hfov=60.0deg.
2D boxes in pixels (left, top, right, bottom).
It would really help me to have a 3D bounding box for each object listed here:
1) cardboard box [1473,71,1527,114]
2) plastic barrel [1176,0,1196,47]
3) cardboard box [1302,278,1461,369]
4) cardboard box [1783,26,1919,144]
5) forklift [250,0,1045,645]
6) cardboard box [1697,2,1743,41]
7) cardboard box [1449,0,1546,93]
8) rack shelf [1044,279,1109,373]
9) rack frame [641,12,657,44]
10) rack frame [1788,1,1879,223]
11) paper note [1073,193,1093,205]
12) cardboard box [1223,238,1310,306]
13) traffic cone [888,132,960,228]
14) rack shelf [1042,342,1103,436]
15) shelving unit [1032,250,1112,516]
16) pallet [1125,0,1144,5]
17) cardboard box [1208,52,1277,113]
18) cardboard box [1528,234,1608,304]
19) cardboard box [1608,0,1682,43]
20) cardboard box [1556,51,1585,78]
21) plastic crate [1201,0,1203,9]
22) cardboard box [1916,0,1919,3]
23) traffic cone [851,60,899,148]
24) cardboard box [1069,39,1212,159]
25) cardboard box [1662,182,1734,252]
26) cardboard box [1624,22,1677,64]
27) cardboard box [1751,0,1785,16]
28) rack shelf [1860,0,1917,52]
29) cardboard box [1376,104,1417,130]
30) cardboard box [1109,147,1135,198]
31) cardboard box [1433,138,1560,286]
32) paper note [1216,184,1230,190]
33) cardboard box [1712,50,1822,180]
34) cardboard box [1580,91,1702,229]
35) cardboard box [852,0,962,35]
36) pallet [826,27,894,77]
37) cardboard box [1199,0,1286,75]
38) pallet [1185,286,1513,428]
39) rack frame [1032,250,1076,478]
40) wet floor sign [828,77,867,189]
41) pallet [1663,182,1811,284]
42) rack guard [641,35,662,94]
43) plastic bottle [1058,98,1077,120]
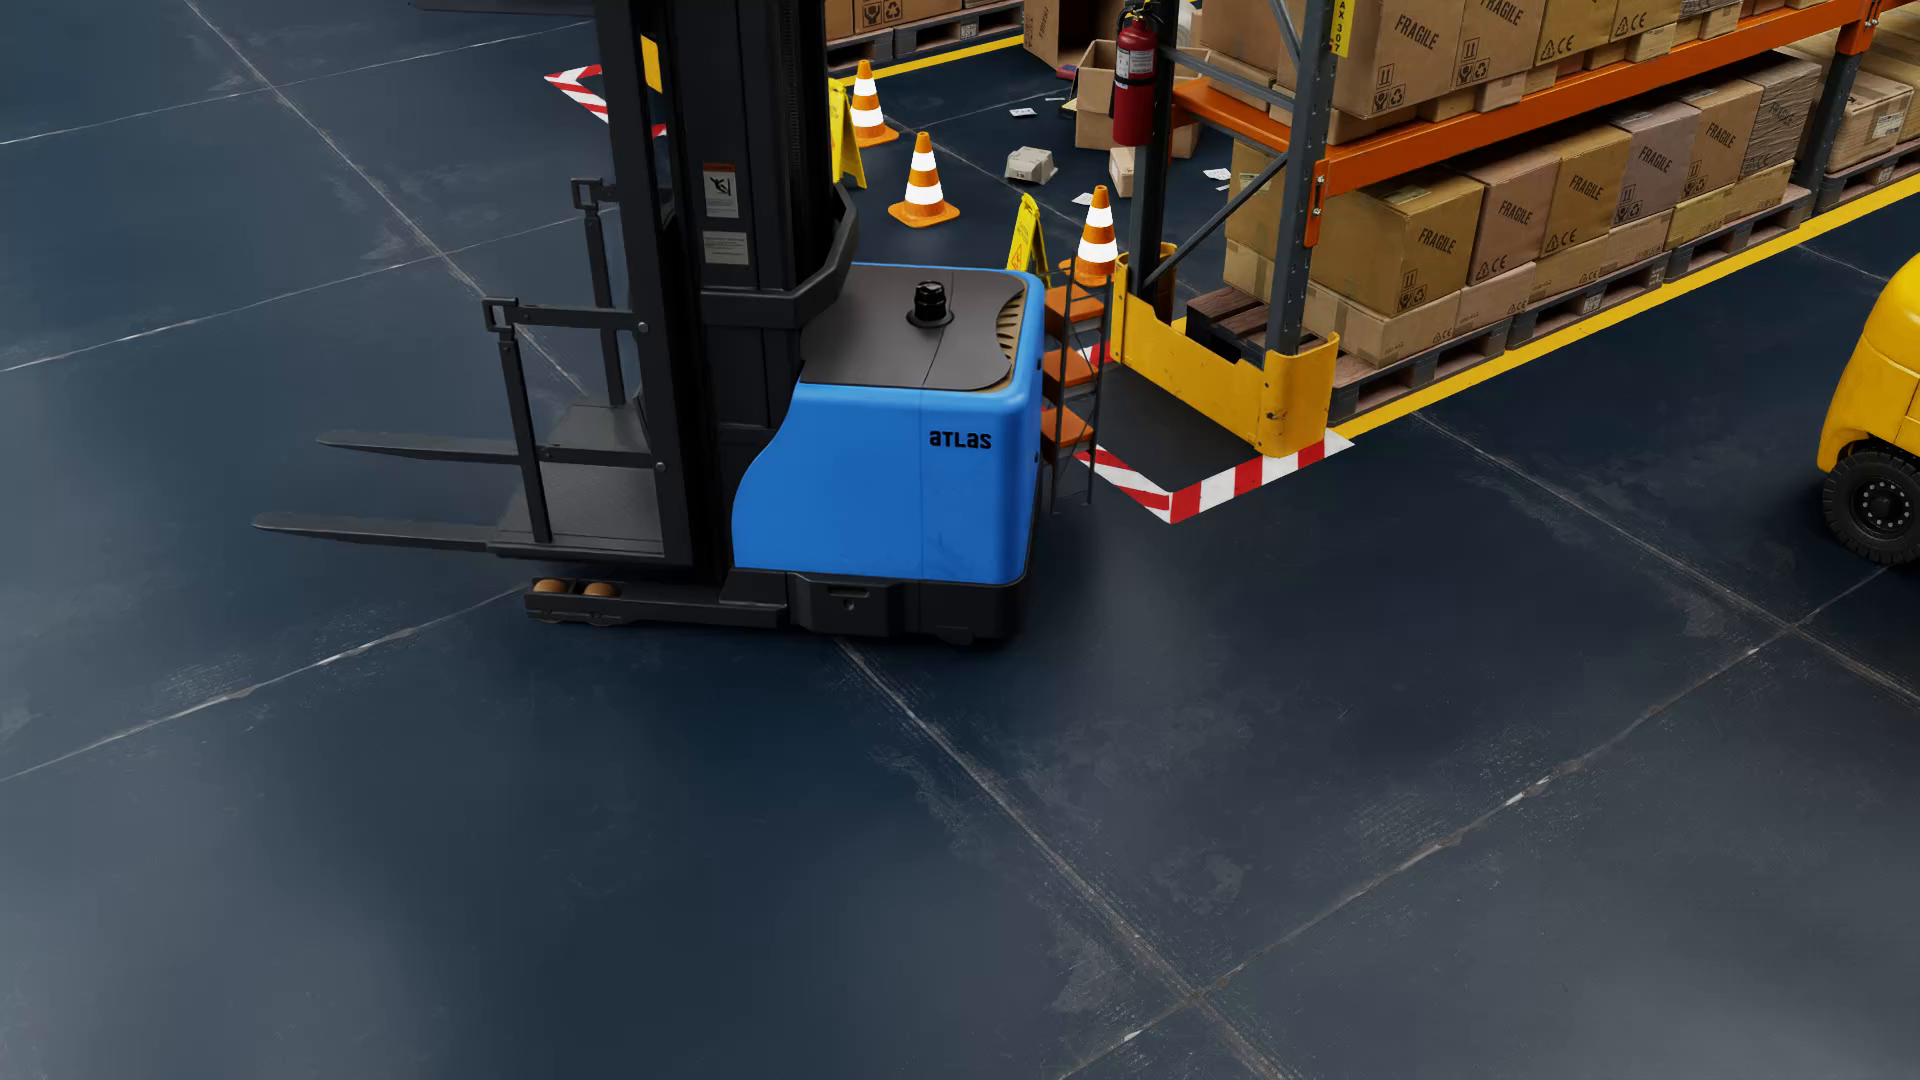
[{"bbox_3d":[2.200,-1.990,7.163,0.250,0.149,0.380,-22,41,-27],"label":"cardboard box"},{"bbox_3d":[1.400,-3.385,11.094,0.421,0.421,0.512,3,36,4],"label":"plastic barrel"},{"bbox_3d":[1.926,-1.064,7.656,0.500,0.250,0.500,-23,42,-28],"label":"cardboard box"},{"bbox_3d":[5.390,-2.741,9.883,0.625,0.372,0.950,-20,40,-25],"label":"cardboard box"},{"bbox_3d":[-1.216,-1.164,5.858,3.031,2.935,1.130,4,36,5],"label":"forklift"},{"bbox_3d":[3.462,-2.517,7.896,0.250,0.149,0.380,-23,42,-29],"label":"cardboard box"},{"bbox_3d":[2.076,-2.235,6.948,0.500,0.500,0.500,-21,41,-27],"label":"cardboard box"},{"bbox_3d":[0.423,-0.844,6.551,0.215,0.259,0.240,-17,39,-26],"label":"rack shelf"},{"bbox_3d":[-1.826,-4.199,10.020,0.127,3.000,1.000,-22,41,-28],"label":"rack frame"},{"bbox_3d":[4.377,-3.216,8.653,0.127,3.000,1.000,-22,41,-28],"label":"rack frame"},{"bbox_3d":[0.734,-1.933,9.412,0.148,0.019,0.142,22,41,28],"label":"paper note"},{"bbox_3d":[1.633,-1.333,8.030,0.500,0.250,0.500,-23,41,-28],"label":"cardboard box"},{"bbox_3d":[-0.201,-2.016,9.157,0.334,0.463,0.336,-22,41,-28],"label":"traffic cone"},{"bbox_3d":[0.415,-0.611,6.712,0.215,0.259,0.240,-17,39,-26],"label":"rack shelf"},{"bbox_3d":[0.415,-0.620,6.706,0.215,1.050,0.252,-17,39,-26],"label":"shelving unit"},{"bbox_3d":[0.777,-4.194,12.401,1.213,0.211,1.003,-22,41,-28],"label":"pallet"},{"bbox_3d":[1.290,-1.997,7.172,0.250,0.149,0.380,-21,41,-26],"label":"cardboard box"},{"bbox_3d":[2.787,-1.422,8.153,0.500,0.250,0.500,-20,40,-25],"label":"cardboard box"},{"bbox_3d":[2.903,-2.582,7.430,0.500,0.500,0.500,-23,42,-29],"label":"cardboard box"},{"bbox_3d":[2.574,-2.210,7.470,0.250,0.149,0.380,-21,41,-26],"label":"cardboard box"},{"bbox_3d":[2.056,-3.743,11.744,0.662,0.188,0.450,-3,26,-4],"label":"plastic crate"},{"bbox_3d":[6.581,-3.228,10.560,0.625,0.372,0.950,-23,42,-29],"label":"cardboard box"},{"bbox_3d":[-0.574,-2.670,10.066,0.334,0.463,0.336,-22,41,-28],"label":"traffic cone"},{"bbox_3d":[1.085,-2.656,10.012,0.797,0.503,0.637,9,37,12],"label":"cardboard box"},{"bbox_3d":[3.619,-1.759,8.622,0.500,0.250,0.500,-24,42,-29],"label":"cardboard box"},{"bbox_3d":[3.046,-2.342,7.652,0.250,0.149,0.380,-22,41,-28],"label":"cardboard box"},{"bbox_3d":[3.832,-2.723,8.182,0.250,0.149,0.380,-22,41,-28],"label":"cardboard box"},{"bbox_3d":[6.012,-3.597,9.798,4.000,0.370,1.077,-22,41,-28],"label":"rack shelf"},{"bbox_3d":[1.703,-1.876,7.004,0.250,0.149,0.380,-22,41,-27],"label":"cardboard box"},{"bbox_3d":[1.015,-2.118,9.568,0.250,0.149,0.380,-3,36,-4],"label":"cardboard box"},{"bbox_3d":[2.370,-1.555,7.696,0.500,0.500,0.500,-24,42,-29],"label":"cardboard box"},{"bbox_3d":[1.530,-2.031,9.565,0.123,0.001,0.032,-22,41,-28],"label":"paper note"},{"bbox_3d":[4.048,-2.248,8.659,0.500,0.500,0.500,-23,42,-28],"label":"cardboard box"},{"bbox_3d":[3.217,-1.904,8.181,0.500,0.500,0.500,-20,40,-26],"label":"cardboard box"},{"bbox_3d":[-0.592,-4.064,11.291,0.875,0.875,0.875,-23,42,-29],"label":"cardboard box"},{"bbox_3d":[-1.218,-3.373,11.260,1.213,0.211,1.003,-22,41,-28],"label":"pallet"},{"bbox_3d":[1.393,-2.346,7.103,0.500,0.500,0.500,-23,42,-29],"label":"cardboard box"},{"bbox_3d":[1.854,-1.021,7.988,1.213,0.211,1.003,-22,41,-28],"label":"pallet"},{"bbox_3d":[0.353,-0.681,6.792,0.200,1.050,0.008,-17,39,-26],"label":"rack frame"},{"bbox_3d":[-0.709,-2.289,9.379,0.267,0.644,0.232,30,45,35],"label":"wet floor sign"},{"bbox_3d":[3.849,-1.841,9.129,1.213,0.211,1.003,-22,41,-28],"label":"pallet"},{"bbox_3d":[-1.846,-3.176,10.738,0.348,0.500,1.175,-22,41,-28],"label":"rack guard"},{"bbox_3d":[0.745,-2.735,10.500,0.133,0.061,0.283,22,41,28],"label":"plastic bottle"}]
